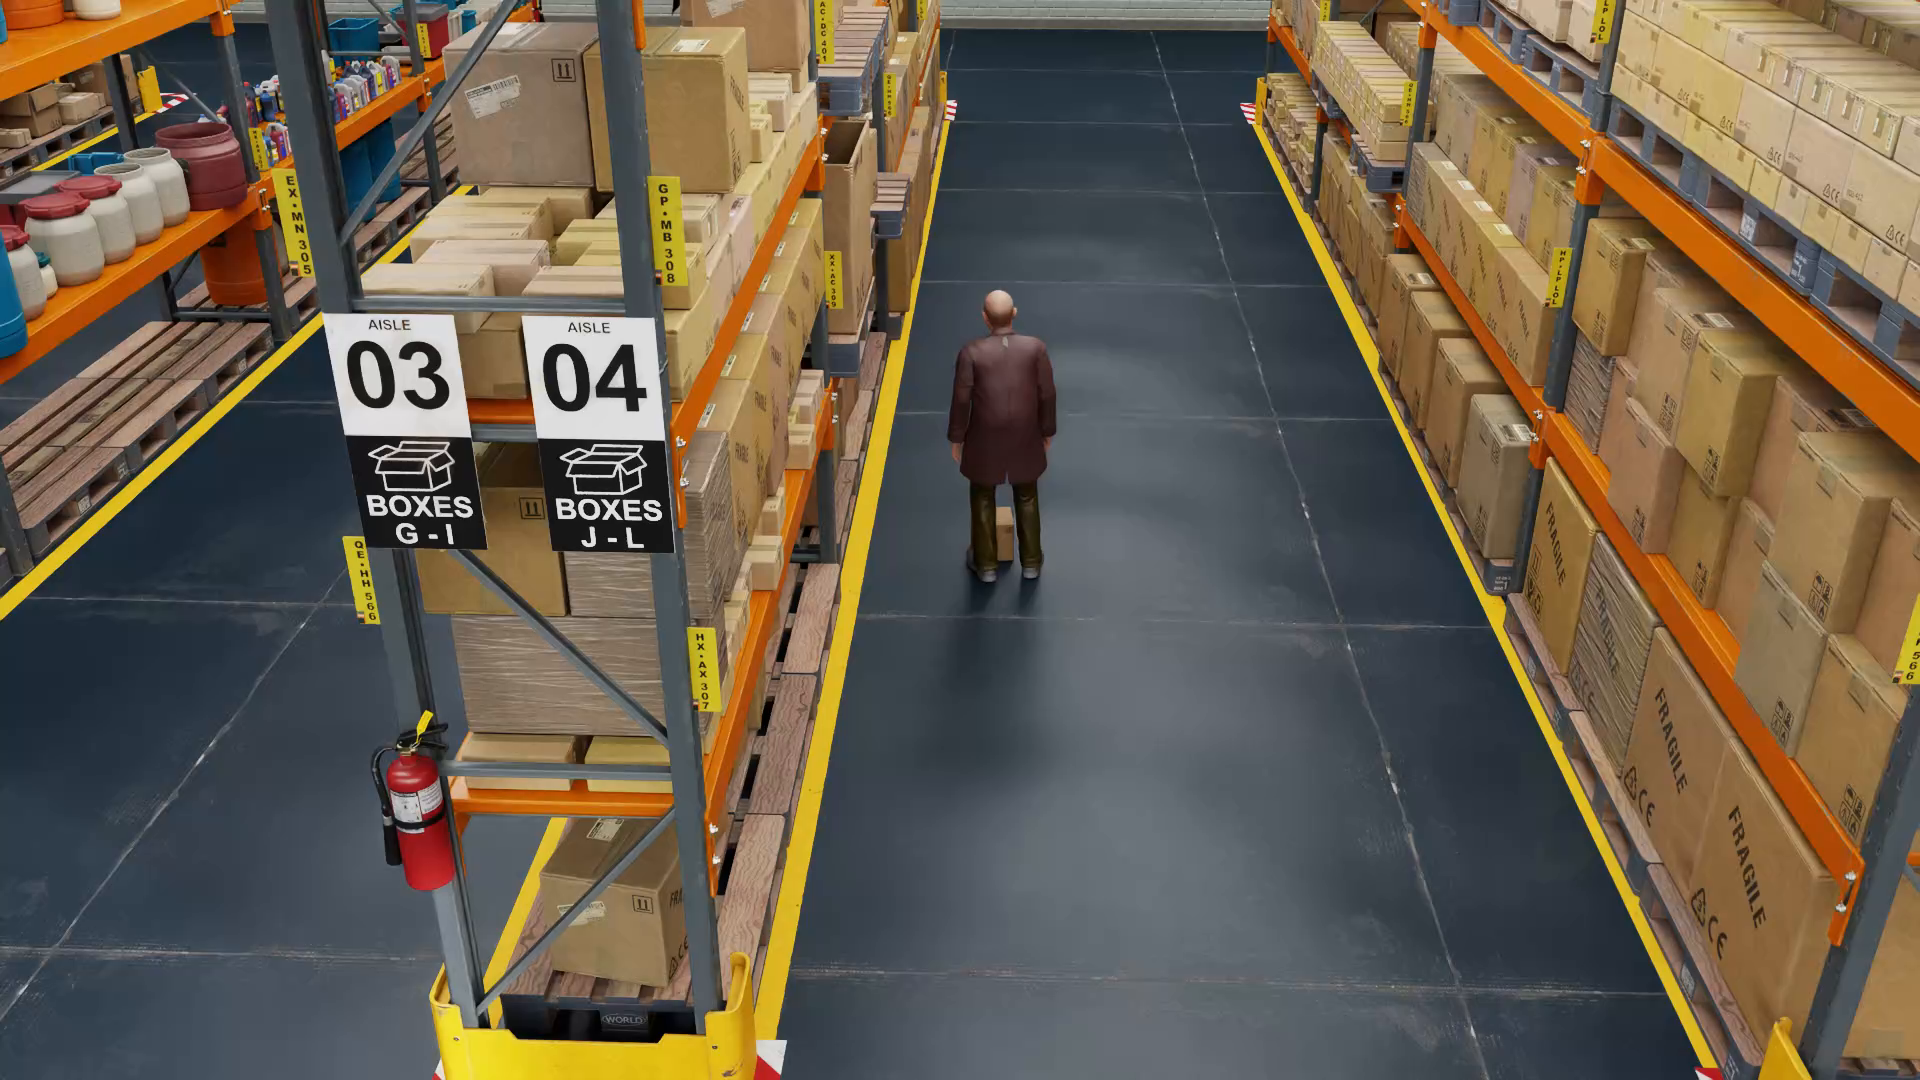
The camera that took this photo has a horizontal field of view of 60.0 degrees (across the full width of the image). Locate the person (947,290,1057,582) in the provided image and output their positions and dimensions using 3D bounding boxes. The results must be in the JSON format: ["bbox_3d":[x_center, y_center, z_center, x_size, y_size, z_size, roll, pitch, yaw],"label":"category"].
[{"bbox_3d":[0.248,-0.594,9.789,0.654,1.759,0.419,-4,28,-7],"label":"person"}]
